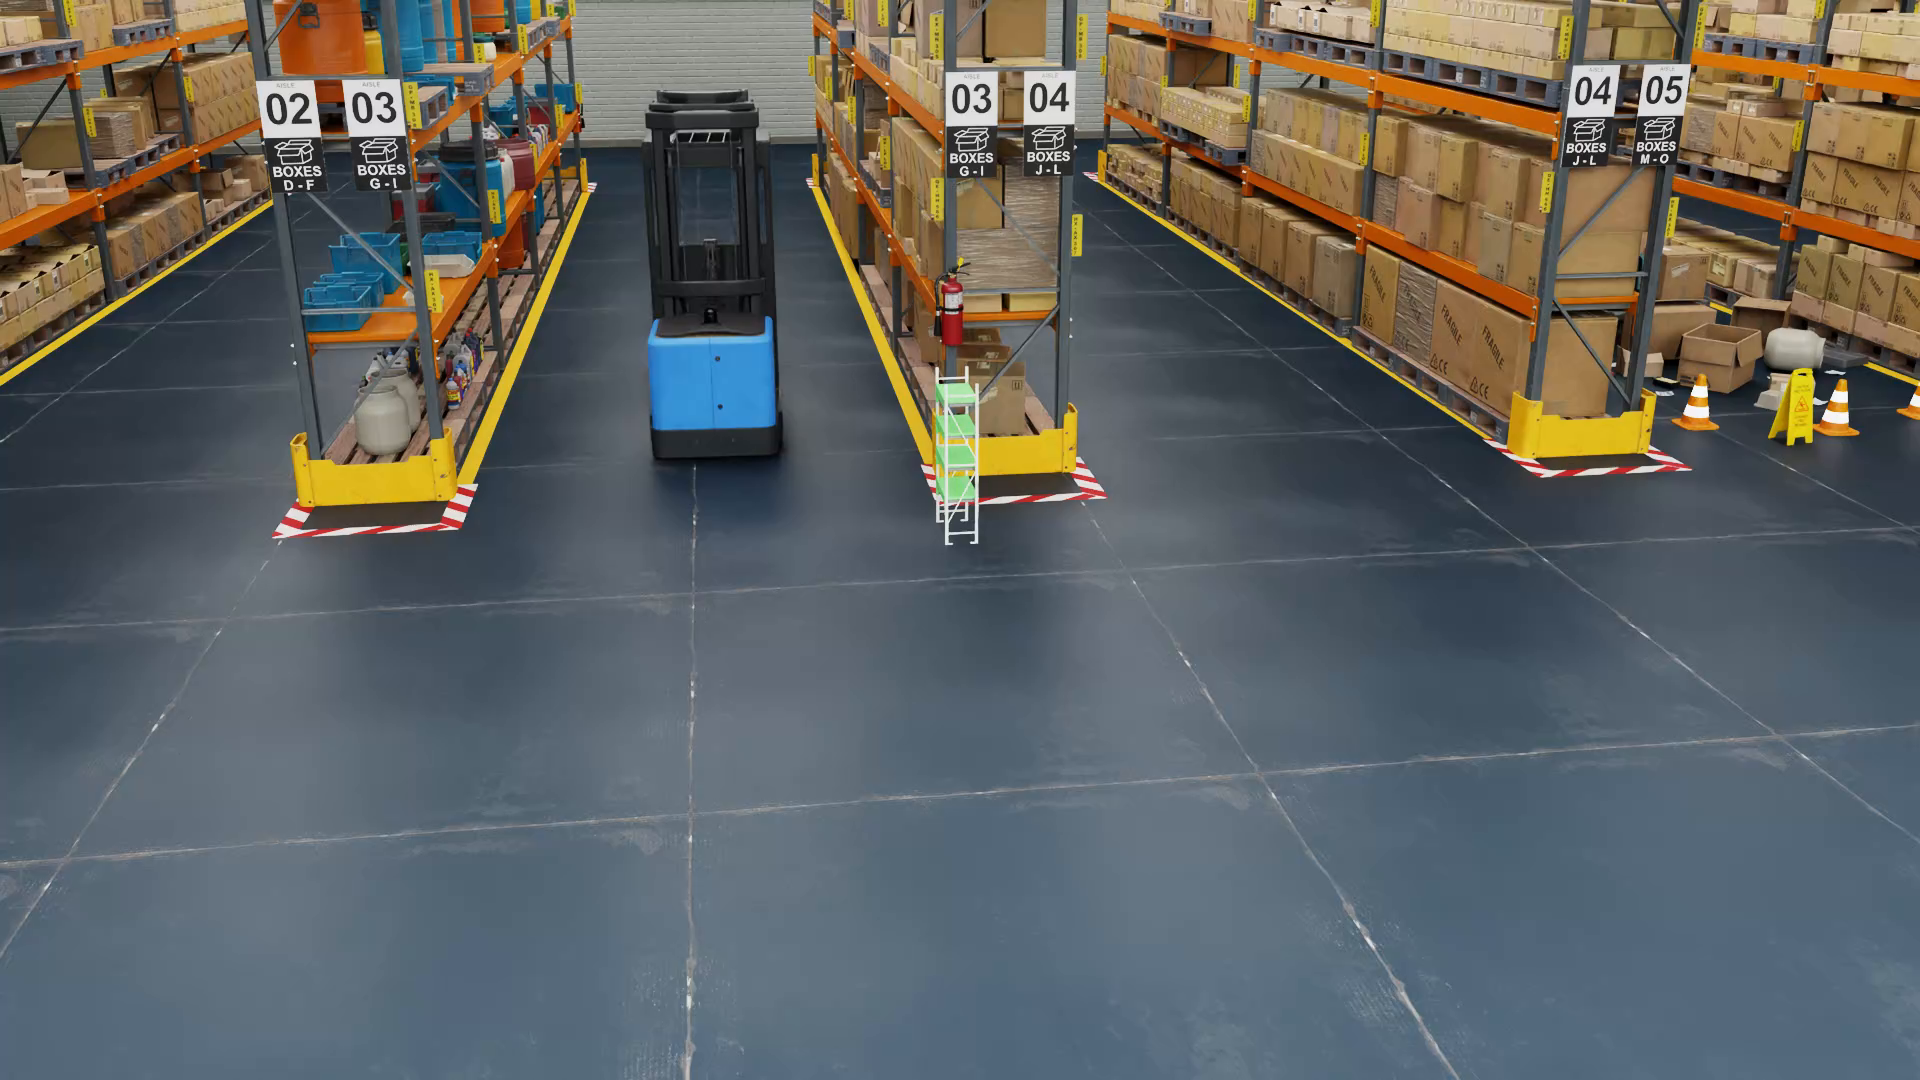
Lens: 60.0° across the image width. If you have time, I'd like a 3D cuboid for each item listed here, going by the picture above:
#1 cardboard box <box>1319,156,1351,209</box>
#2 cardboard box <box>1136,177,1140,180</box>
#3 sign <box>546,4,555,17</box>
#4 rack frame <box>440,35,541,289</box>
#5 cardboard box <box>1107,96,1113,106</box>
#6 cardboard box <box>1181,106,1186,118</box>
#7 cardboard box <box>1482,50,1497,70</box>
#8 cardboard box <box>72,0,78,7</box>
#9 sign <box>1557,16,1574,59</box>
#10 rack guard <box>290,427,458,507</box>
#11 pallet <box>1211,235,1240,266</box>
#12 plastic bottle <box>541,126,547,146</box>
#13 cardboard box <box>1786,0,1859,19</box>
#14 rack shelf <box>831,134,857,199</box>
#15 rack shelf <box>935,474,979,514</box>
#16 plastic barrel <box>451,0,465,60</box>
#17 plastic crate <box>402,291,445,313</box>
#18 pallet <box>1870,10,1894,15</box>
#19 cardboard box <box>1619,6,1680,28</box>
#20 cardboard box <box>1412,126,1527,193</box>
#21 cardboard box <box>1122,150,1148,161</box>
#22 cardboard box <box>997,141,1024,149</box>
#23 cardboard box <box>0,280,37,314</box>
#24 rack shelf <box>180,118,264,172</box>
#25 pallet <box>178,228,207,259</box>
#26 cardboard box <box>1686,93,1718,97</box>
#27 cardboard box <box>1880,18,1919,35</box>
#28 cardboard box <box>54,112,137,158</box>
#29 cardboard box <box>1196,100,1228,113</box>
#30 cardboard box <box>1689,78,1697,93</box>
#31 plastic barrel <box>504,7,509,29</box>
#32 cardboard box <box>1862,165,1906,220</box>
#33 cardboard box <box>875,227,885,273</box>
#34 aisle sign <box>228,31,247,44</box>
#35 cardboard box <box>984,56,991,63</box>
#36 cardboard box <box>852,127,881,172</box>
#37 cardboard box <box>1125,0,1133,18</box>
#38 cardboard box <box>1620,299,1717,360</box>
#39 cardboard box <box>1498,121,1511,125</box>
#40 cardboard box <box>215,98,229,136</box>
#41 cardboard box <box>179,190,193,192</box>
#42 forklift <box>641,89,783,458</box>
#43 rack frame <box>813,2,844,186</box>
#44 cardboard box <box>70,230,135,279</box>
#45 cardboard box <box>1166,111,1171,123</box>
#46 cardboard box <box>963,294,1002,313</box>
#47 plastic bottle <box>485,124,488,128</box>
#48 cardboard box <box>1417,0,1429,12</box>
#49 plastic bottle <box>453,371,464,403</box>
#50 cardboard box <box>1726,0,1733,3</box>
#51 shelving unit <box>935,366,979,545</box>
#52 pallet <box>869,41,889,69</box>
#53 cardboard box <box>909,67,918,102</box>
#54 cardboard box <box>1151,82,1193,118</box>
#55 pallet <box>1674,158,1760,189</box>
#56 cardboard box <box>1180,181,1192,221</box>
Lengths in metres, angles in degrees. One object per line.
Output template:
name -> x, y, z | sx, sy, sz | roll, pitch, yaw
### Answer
cardboard box -> 4.310, -3.962, 18.393 | 0.500, 0.500, 0.500 | -3, 21, -8
cardboard box -> 3.056, -5.774, 26.864 | 0.380, 0.149, 0.250 | -3, 21, -7
sign -> -5.710, -7.314, 23.212 | 0.100, 0.325, 0.005 | -3, 21, -8
rack frame -> -5.678, -4.493, 19.957 | 1.000, 3.000, 0.127 | -3, 21, -8
cardboard box -> 2.715, -7.481, 28.318 | 0.380, 0.149, 0.250 | -3, 21, -8
cardboard box -> 3.327, -6.039, 23.432 | 0.380, 0.149, 0.250 | -2, 21, -6
cardboard box -> 4.769, -4.169, 14.421 | 0.380, 0.149, 0.250 | -3, 21, -9
cardboard box -> -10.710, -6.492, 19.453 | 0.500, 0.500, 0.500 | -3, 21, -8
sign -> 4.760, -3.948, 13.060 | 0.100, 0.325, 0.005 | -3, 21, -8
rack guard -> -4.582, -0.576, 13.043 | 1.175, 0.500, 0.348 | -3, 21, -8
pallet -> 4.035, -3.922, 22.415 | 1.003, 0.211, 1.213 | -3, 21, -8
plastic bottle -> -5.799, -5.625, 23.156 | 0.061, 0.283, 0.133 | -3, 21, -8
cardboard box -> 9.397, -5.817, 18.117 | 0.500, 0.250, 0.500 | -2, 21, -7
rack shelf -> -1.065, -5.098, 22.606 | 1.077, 0.370, 4.000 | -3, 21, -8
rack shelf -> -0.024, -0.335, 12.266 | 0.258, 0.148, 0.480 | -3, 21, -8
plastic barrel -> -5.680, -5.577, 17.960 | 0.600, 0.830, 0.708 | -3, 21, -8
plastic crate -> -4.335, -1.925, 13.460 | 0.298, 0.136, 0.250 | -3, 21, -8
pallet -> 13.542, -7.608, 24.279 | 1.213, 0.211, 1.003 | -3, 21, -8
cardboard box -> 5.566, -4.224, 13.427 | 0.380, 0.149, 0.250 | -3, 21, -7
cardboard box -> 4.878, -3.641, 15.919 | 0.875, 0.550, 0.550 | -3, 21, -8
cardboard box -> 2.918, -6.404, 27.699 | 0.380, 0.149, 0.250 | -4, 21, -10
cardboard box -> 0.428, -3.178, 14.440 | 0.500, 0.500, 0.500 | -3, 21, -8
cardboard box -> -9.959, -2.539, 17.255 | 0.500, 0.311, 0.500 | -4, 21, -10
rack shelf -> -11.445, -5.984, 24.980 | 1.077, 0.370, 4.000 | -3, 21, -8
pallet -> -11.002, -4.043, 22.739 | 1.003, 0.211, 1.213 | -3, 21, -8
cardboard box -> 9.371, -5.482, 21.438 | 0.500, 0.500, 0.500 | -4, 21, -9
cardboard box -> 9.436, -5.120, 16.570 | 0.380, 0.149, 0.250 | -3, 21, -8
cardboard box -> -10.725, -5.026, 20.643 | 0.700, 0.500, 0.500 | 1, 20, 2
cardboard box -> 3.438, -5.910, 22.660 | 0.380, 0.149, 0.250 | -2, 21, -5
cardboard box -> 12.736, -7.812, 28.635 | 0.500, 0.250, 0.500 | -3, 21, -9
plastic barrel -> -5.603, -6.400, 20.400 | 0.294, 0.245, 0.294 | 0, 20, 0
cardboard box -> 9.549, -3.530, 16.812 | 0.500, 0.500, 0.500 | -3, 21, -8
cardboard box -> -0.660, -3.546, 20.368 | 0.700, 0.500, 0.500 | -4, 21, -11
aisle sign -> -11.440, -8.271, 26.358 | 0.394, 0.787, 0.004 | -3, 21, -8
cardboard box -> 0.412, -4.053, 14.139 | 0.380, 0.149, 0.250 | -4, 21, -10
cardboard box -> -1.093, -4.948, 21.033 | 0.500, 0.500, 0.500 | -2, 21, -6
cardboard box -> 2.963, -8.534, 26.705 | 0.500, 0.250, 0.500 | -4, 21, -10
cardboard box -> 7.282, -2.170, 17.114 | 0.797, 0.637, 0.503 | -3, 21, -8
cardboard box -> 8.332, -6.212, 24.776 | 0.500, 0.250, 0.500 | -3, 21, -9
cardboard box -> -11.107, -6.216, 24.430 | 0.500, 0.500, 0.500 | -3, 21, -8
cardboard box -> -11.627, -5.018, 24.579 | 0.500, 0.311, 0.500 | -3, 21, -8
forklift -> -2.196, -2.527, 14.792 | 1.130, 2.935, 3.031 | -2, 21, -6
rack frame -> -1.930, -7.512, 28.042 | 1.000, 3.000, 0.127 | -3, 21, -8
cardboard box -> -10.363, -3.451, 20.113 | 0.500, 0.500, 0.500 | -2, 21, -5
cardboard box -> 3.217, -6.166, 24.197 | 0.380, 0.149, 0.250 | -3, 21, -7
cardboard box -> 0.131, -1.943, 13.490 | 0.380, 0.149, 0.250 | -3, 21, -8
plastic bottle -> -6.624, -5.674, 23.288 | 0.061, 0.283, 0.133 | -3, 21, -8
cardboard box -> 4.550, -5.070, 15.693 | 0.380, 0.149, 0.250 | -3, 21, -9
plastic bottle -> -4.492, -1.379, 14.875 | 0.061, 0.283, 0.133 | -3, 21, -7
cardboard box -> 12.900, -8.865, 27.166 | 0.500, 0.250, 0.500 | -2, 21, -7
shelving unit -> -0.024, -0.619, 12.160 | 0.258, 1.200, 0.503 | -3, 21, -8
pallet -> -0.336, -5.253, 17.974 | 1.213, 0.211, 1.003 | -3, 21, -8
cardboard box -> -0.162, -3.986, 14.528 | 0.500, 0.250, 0.500 | -3, 21, -9
cardboard box -> 3.220, -6.682, 25.251 | 0.500, 0.500, 0.500 | -3, 21, -8
pallet -> 9.356, -4.469, 20.168 | 1.003, 0.211, 1.213 | -3, 21, -8
cardboard box -> 3.492, -4.916, 24.063 | 0.500, 0.500, 0.500 | -2, 21, -5
